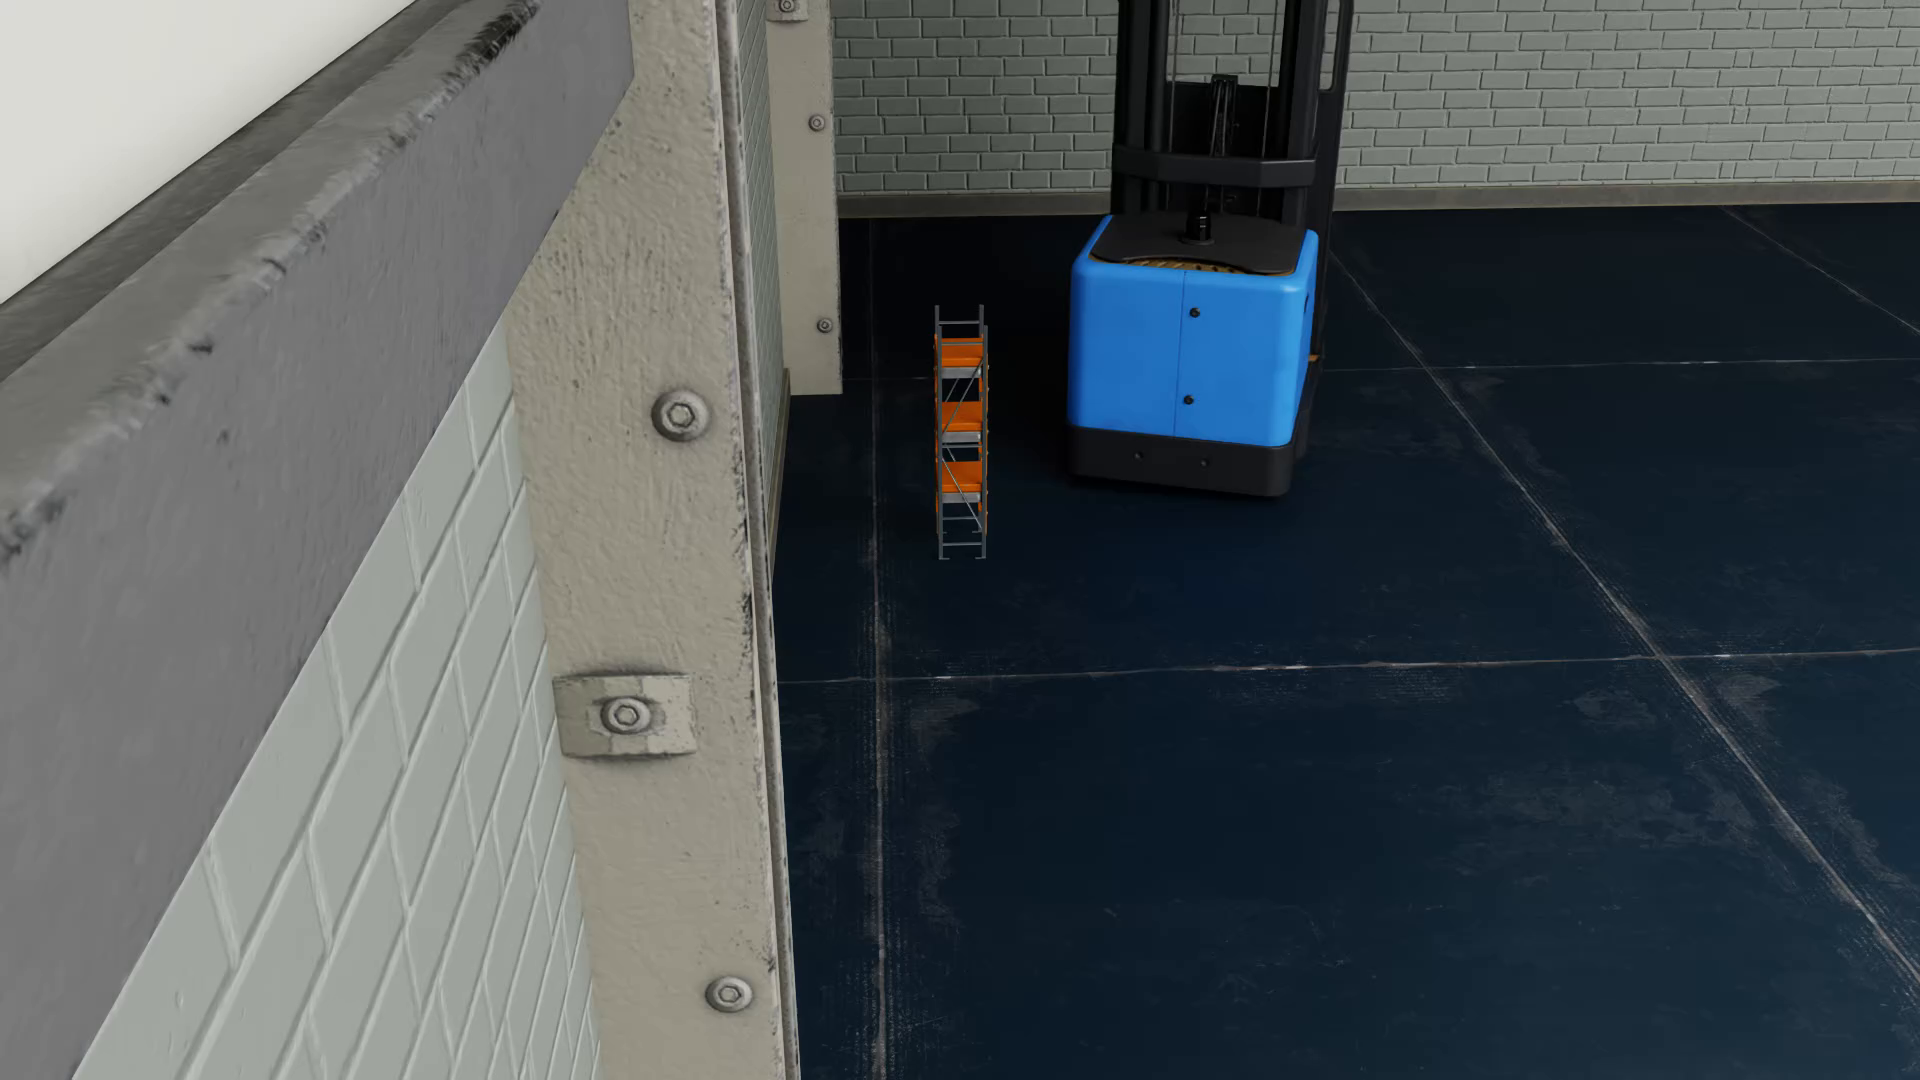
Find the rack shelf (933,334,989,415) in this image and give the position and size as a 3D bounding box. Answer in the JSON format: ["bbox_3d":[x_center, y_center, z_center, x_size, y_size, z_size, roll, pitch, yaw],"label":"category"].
[{"bbox_3d":[0.003,-0.683,6.834,0.215,0.259,0.240,-1,28,-3],"label":"rack shelf"}]

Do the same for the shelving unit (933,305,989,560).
[{"bbox_3d":[0.003,-0.441,6.960,0.215,1.050,0.252,-1,28,-3],"label":"shelving unit"}]

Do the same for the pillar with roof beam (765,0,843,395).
[{"bbox_3d":[3.519,-4.948,7.006,9.100,9.000,0.400,-1,28,-3],"label":"pillar with roof beam"}]

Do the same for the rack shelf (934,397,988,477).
[{"bbox_3d":[0.003,-0.431,6.965,0.215,0.259,0.240,-1,28,-3],"label":"rack shelf"}]

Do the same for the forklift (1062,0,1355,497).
[{"bbox_3d":[1.352,-2.158,8.217,1.130,2.935,3.031,7,28,13],"label":"forklift"}]

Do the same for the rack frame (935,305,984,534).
[{"bbox_3d":[-0.004,-0.497,7.068,0.200,1.050,0.008,-1,28,-3],"label":"rack frame"}]

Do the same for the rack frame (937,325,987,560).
[{"bbox_3d":[0.009,-0.384,6.852,0.200,1.050,0.008,-1,28,-3],"label":"rack frame"}]

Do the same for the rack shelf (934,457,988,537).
[{"bbox_3d":[0.003,-0.185,7.093,0.215,0.259,0.240,-1,28,-3],"label":"rack shelf"}]
